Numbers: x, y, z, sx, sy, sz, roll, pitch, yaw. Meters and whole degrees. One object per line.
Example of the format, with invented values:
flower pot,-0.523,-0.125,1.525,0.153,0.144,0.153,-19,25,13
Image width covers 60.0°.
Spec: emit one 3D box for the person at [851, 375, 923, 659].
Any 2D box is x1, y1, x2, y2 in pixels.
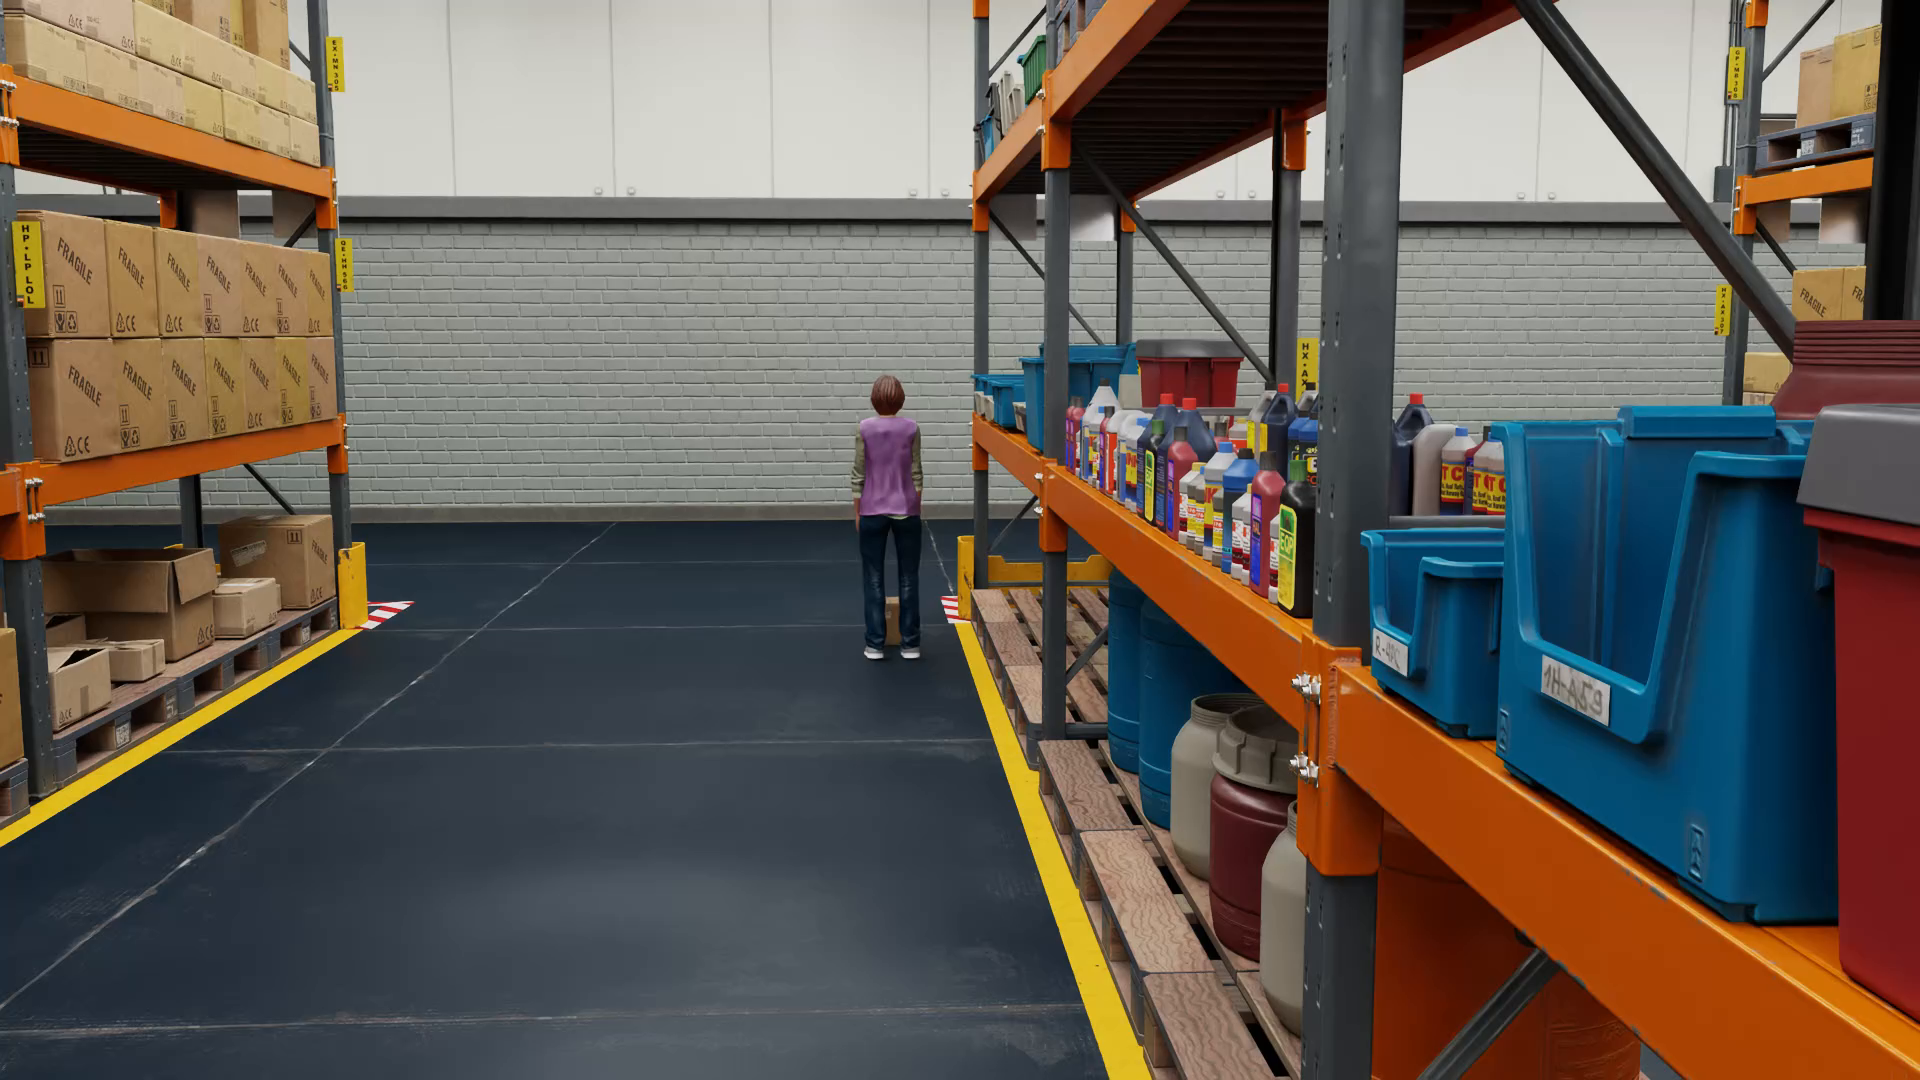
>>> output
person,-0.408,-0.123,9.317,0.406,1.595,0.305,0,7,-3
